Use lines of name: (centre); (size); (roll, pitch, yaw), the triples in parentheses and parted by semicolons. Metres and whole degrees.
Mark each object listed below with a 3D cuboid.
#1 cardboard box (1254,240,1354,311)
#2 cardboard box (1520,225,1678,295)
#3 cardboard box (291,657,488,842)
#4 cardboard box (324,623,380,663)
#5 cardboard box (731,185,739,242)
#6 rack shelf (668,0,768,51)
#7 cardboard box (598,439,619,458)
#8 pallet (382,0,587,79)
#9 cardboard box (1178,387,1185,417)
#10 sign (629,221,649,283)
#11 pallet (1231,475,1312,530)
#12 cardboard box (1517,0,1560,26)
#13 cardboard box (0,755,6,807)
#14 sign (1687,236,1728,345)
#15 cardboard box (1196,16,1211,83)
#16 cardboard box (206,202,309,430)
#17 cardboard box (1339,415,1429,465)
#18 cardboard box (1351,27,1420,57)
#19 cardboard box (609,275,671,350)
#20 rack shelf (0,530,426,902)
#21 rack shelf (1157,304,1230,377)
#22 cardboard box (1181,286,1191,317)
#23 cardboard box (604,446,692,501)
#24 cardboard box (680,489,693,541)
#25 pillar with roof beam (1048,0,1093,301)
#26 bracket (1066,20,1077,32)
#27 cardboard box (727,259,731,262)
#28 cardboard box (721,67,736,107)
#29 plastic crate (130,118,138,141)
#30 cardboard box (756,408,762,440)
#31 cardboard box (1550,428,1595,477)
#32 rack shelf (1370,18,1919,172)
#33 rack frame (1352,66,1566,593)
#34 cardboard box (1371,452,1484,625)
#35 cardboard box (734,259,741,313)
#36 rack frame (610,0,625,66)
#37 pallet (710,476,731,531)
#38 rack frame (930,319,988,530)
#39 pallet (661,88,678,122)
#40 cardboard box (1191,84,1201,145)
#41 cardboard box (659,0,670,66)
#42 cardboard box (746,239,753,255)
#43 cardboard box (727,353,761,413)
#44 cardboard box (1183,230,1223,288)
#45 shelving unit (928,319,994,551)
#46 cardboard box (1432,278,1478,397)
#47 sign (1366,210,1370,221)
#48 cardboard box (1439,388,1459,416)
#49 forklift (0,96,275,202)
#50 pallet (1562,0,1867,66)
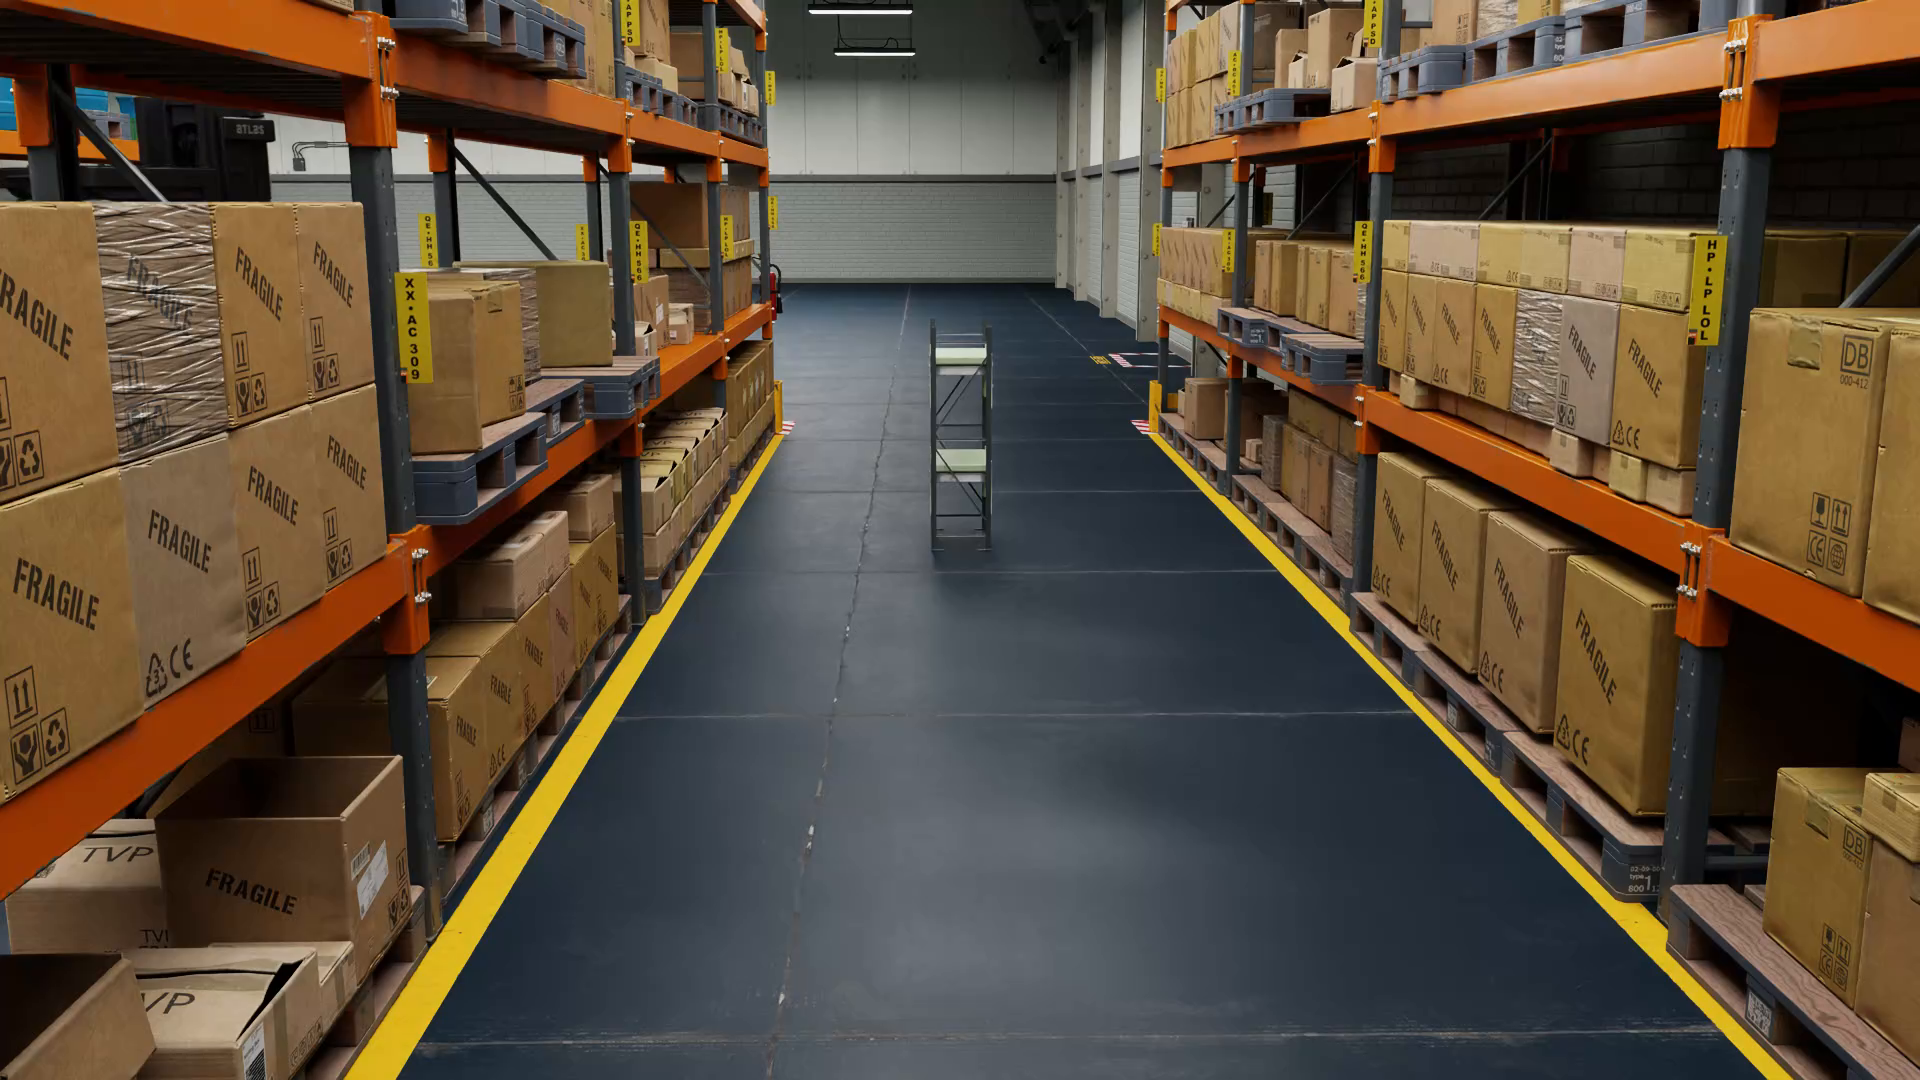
cardboard box: (2.596, -1.976, 12.396); (0.700, 0.500, 0.500); (0, 11, -1)
cardboard box: (2.508, -1.089, 6.448); (0.500, 0.250, 0.500); (0, 11, 0)
cardboard box: (-1.934, 0.711, 5.690); (0.500, 0.500, 0.500); (-1, 11, -4)
cardboard box: (-2.466, 0.613, 6.173); (0.500, 0.500, 0.500); (0, 11, -1)
cardboard box: (-2.390, -2.963, 15.107); (0.700, 0.500, 0.500); (0, 11, -1)
rack shelf: (-2.375, -4.581, 14.319); (1.077, 0.370, 4.000); (0, 11, -1)
cardboard box: (-2.541, -0.536, 11.104); (0.500, 0.311, 0.500); (0, 11, 0)
pallet: (-2.136, -1.915, 6.383); (1.213, 0.211, 1.003); (0, 11, -1)
cardboard box: (2.461, -1.368, 16.412); (0.500, 0.311, 0.500); (-2, 12, -8)
sign: (-1.708, -1.529, 8.839); (0.100, 0.325, 0.005); (0, 11, -1)
pallet: (2.637, -0.291, 12.463); (1.003, 0.211, 1.213); (0, 11, -1)
cardboard box: (2.831, -2.441, 7.143); (0.700, 0.500, 0.500); (0, 11, 2)
cardboard box: (-1.854, 0.253, 2.514); (0.500, 0.500, 0.500); (0, 11, -1)
sign: (2.242, -0.747, 4.982); (0.100, 0.325, 0.005); (0, 11, -1)
cardboard box: (2.295, -4.143, 14.073); (0.500, 0.500, 0.500); (-1, 11, -3)
cardboard box: (-1.885, -0.539, 3.905); (0.500, 0.500, 0.500); (0, 11, -2)
cardboard box: (2.686, -0.632, 10.424); (0.500, 0.250, 0.500); (0, 11, 0)
cardboard box: (2.768, -2.806, 9.991); (0.797, 0.503, 0.637); (1, 12, 7)
cardboard box: (-2.323, -1.583, 11.566); (0.500, 0.500, 0.500); (1, 11, 3)
rack shelf: (-2.127, 0.549, 3.118); (1.077, 0.370, 4.000); (0, 11, -1)
rack shelf: (2.578, -1.858, 14.980); (1.077, 0.370, 4.000); (0, 11, -1)
cardboard box: (2.267, -2.141, 14.893); (0.500, 0.250, 0.500); (0, 11, -1)
cardboard box: (-1.995, -0.440, 10.635); (0.500, 0.311, 0.500); (-1, 11, -3)
cardboard box: (-1.996, -0.163, 10.678); (0.500, 0.250, 0.500); (-1, 11, -3)
pillar with roof beam: (-1.384, -10.165, 39.032); (9.100, 9.000, 0.548); (0, 11, -1)
bracket: (2.574, -11.863, 38.347); (0.235, 0.232, 0.430); (0, 11, -1)
cardboard box: (-2.176, -2.469, 14.300); (0.380, 0.149, 0.250); (-1, 11, -3)
cardboard box: (-2.091, -3.701, 13.528); (0.500, 0.311, 0.500); (-1, 12, -4)
plastic crate: (-7.046, -3.453, 14.023); (0.336, 0.188, 0.450); (0, 11, -1)
cardboard box: (-2.066, -1.041, 15.007); (0.500, 0.250, 0.500); (0, 11, -1)
cardboard box: (2.441, -0.329, 6.218); (0.380, 0.149, 0.250); (0, 11, -1)
rack shelf: (2.743, -1.737, 6.843); (1.077, 0.370, 4.000); (0, 11, -1)
rack frame: (2.702, -1.017, 9.030); (1.000, 3.000, 0.127); (0, 11, -1)
cardboard box: (2.586, -0.023, 8.478); (0.750, 0.750, 0.750); (0, 11, -2)
cardboard box: (-2.399, -2.340, 15.295); (0.700, 0.500, 0.500); (0, 11, -1)
rack frame: (-2.251, -3.936, 8.329); (1.000, 3.000, 0.127); (0, 11, -1)
pallet: (-2.279, -0.279, 12.401); (1.003, 0.211, 1.213); (0, 11, -1)
rack frame: (-0.008, -0.809, 11.775); (0.400, 1.500, 0.023); (0, 11, -1)
pallet: (-2.380, -2.731, 10.405); (1.003, 0.211, 1.213); (0, 11, 1)
cardboard box: (2.316, -3.752, 14.665); (0.500, 0.500, 0.500); (0, 11, 2)
cardboard box: (-2.360, -3.639, 11.840); (0.500, 0.500, 0.500); (0, 11, 0)
cardboard box: (-2.211, -2.826, 16.063); (0.380, 0.149, 0.250); (0, 11, 0)
cardboard box: (-2.063, -1.409, 14.932); (0.500, 0.500, 0.500); (0, 11, -1)
cardboard box: (2.273, -2.512, 14.836); (0.500, 0.500, 0.500); (0, 11, 1)
shelving unit: (0.000, -0.736, 11.417); (0.431, 1.500, 0.755); (0, 11, -1)
cardboard box: (2.467, -0.922, 7.507); (0.500, 0.500, 0.500); (0, 11, -1)
sign: (3.174, -2.383, 12.848); (0.100, 0.325, 0.005); (0, 11, -1)
cardboard box: (2.523, -0.685, 7.972); (0.380, 0.149, 0.250); (0, 11, -2)
forklift: (-4.947, -1.178, 9.994); (1.130, 2.935, 3.031); (8, 14, 35)
pallet: (2.716, -1.781, 5.728); (0.805, 0.209, 1.217); (-1, 11, -3)
